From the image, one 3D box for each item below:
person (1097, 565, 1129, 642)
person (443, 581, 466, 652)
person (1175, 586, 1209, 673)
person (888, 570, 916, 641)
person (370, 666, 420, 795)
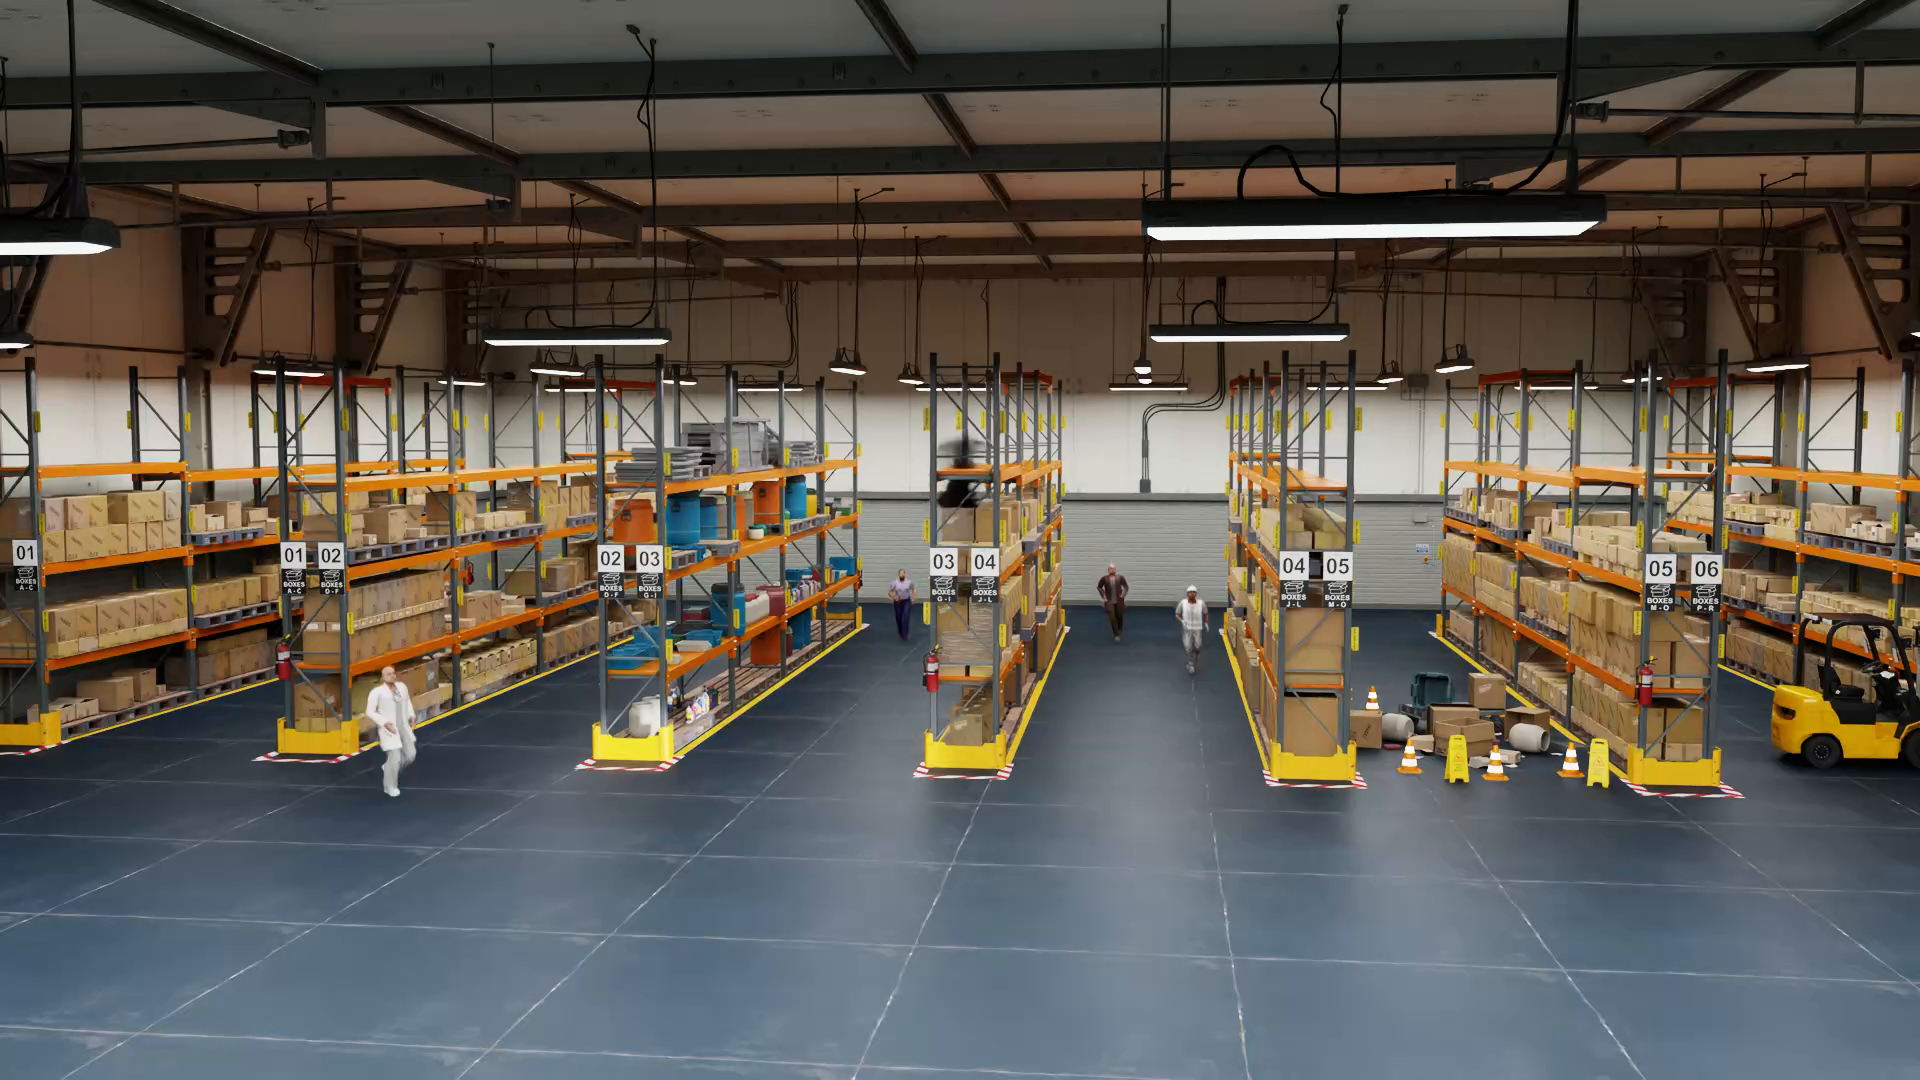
[{"bbox_3d":[3.515,1.438,38.274,0.732,1.746,0.754,0,4,3],"label":"person"},{"bbox_3d":[-10.529,1.710,34.430,0.688,1.766,0.828,1,4,11],"label":"person"},{"bbox_3d":[4.639,1.788,33.186,0.681,1.738,0.591,0,4,5],"label":"person"},{"bbox_3d":[-1.334,1.505,38.364,0.655,1.641,0.637,-1,4,-10],"label":"person"},{"bbox_3d":[-7.545,2.557,22.304,0.601,1.737,0.721,3,5,38],"label":"person"}]
